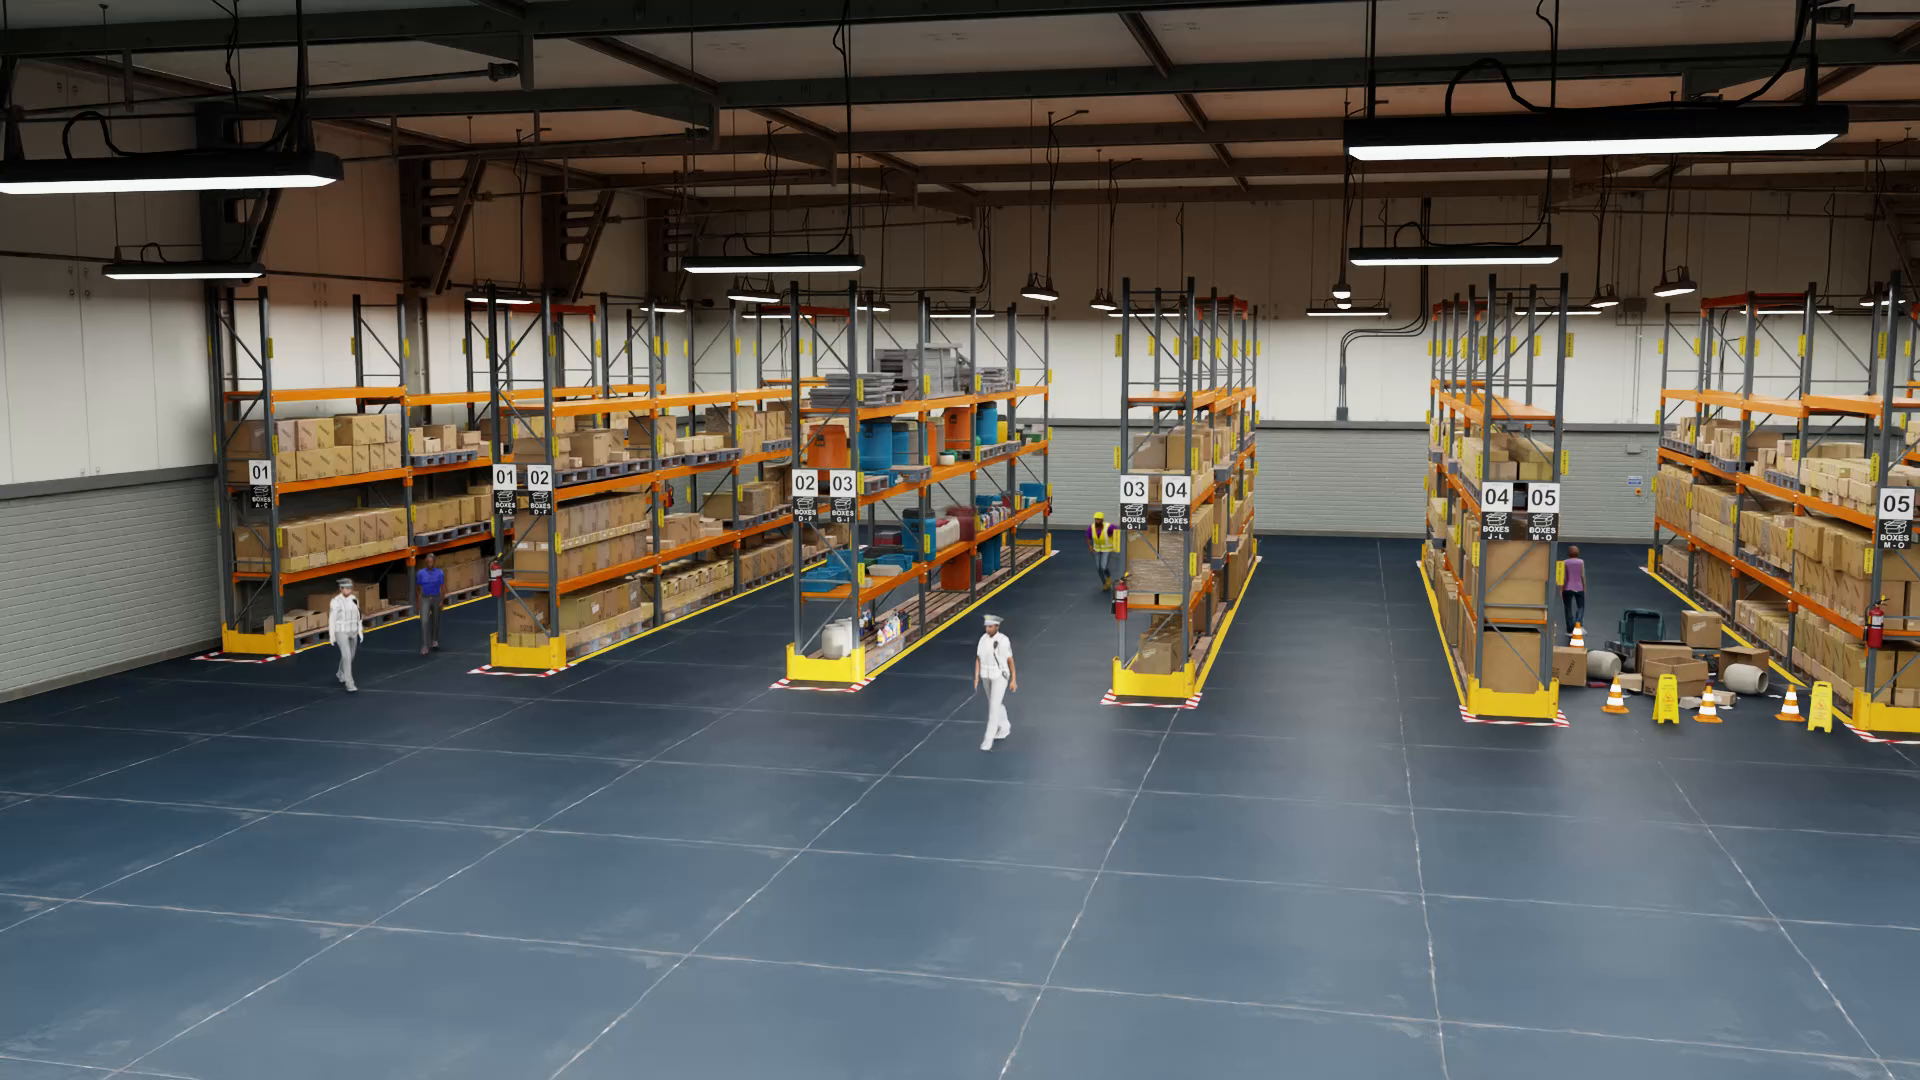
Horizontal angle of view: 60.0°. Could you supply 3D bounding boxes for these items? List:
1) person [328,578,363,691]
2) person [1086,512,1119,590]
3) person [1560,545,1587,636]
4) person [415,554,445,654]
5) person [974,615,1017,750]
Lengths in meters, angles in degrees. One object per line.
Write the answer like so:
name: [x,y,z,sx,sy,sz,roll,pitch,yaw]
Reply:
person: [-9.089,1.369,24.613,0.836,1.624,0.494,4,8,32]
person: [2.964,0.226,34.441,0.716,1.659,0.720,3,7,24]
person: [10.687,0.898,28.964,0.462,1.587,0.480,1,7,12]
person: [-8.767,1.023,27.516,0.490,1.605,0.954,-3,7,-26]
person: [0.407,1.753,21.049,0.492,1.639,0.907,5,8,39]
